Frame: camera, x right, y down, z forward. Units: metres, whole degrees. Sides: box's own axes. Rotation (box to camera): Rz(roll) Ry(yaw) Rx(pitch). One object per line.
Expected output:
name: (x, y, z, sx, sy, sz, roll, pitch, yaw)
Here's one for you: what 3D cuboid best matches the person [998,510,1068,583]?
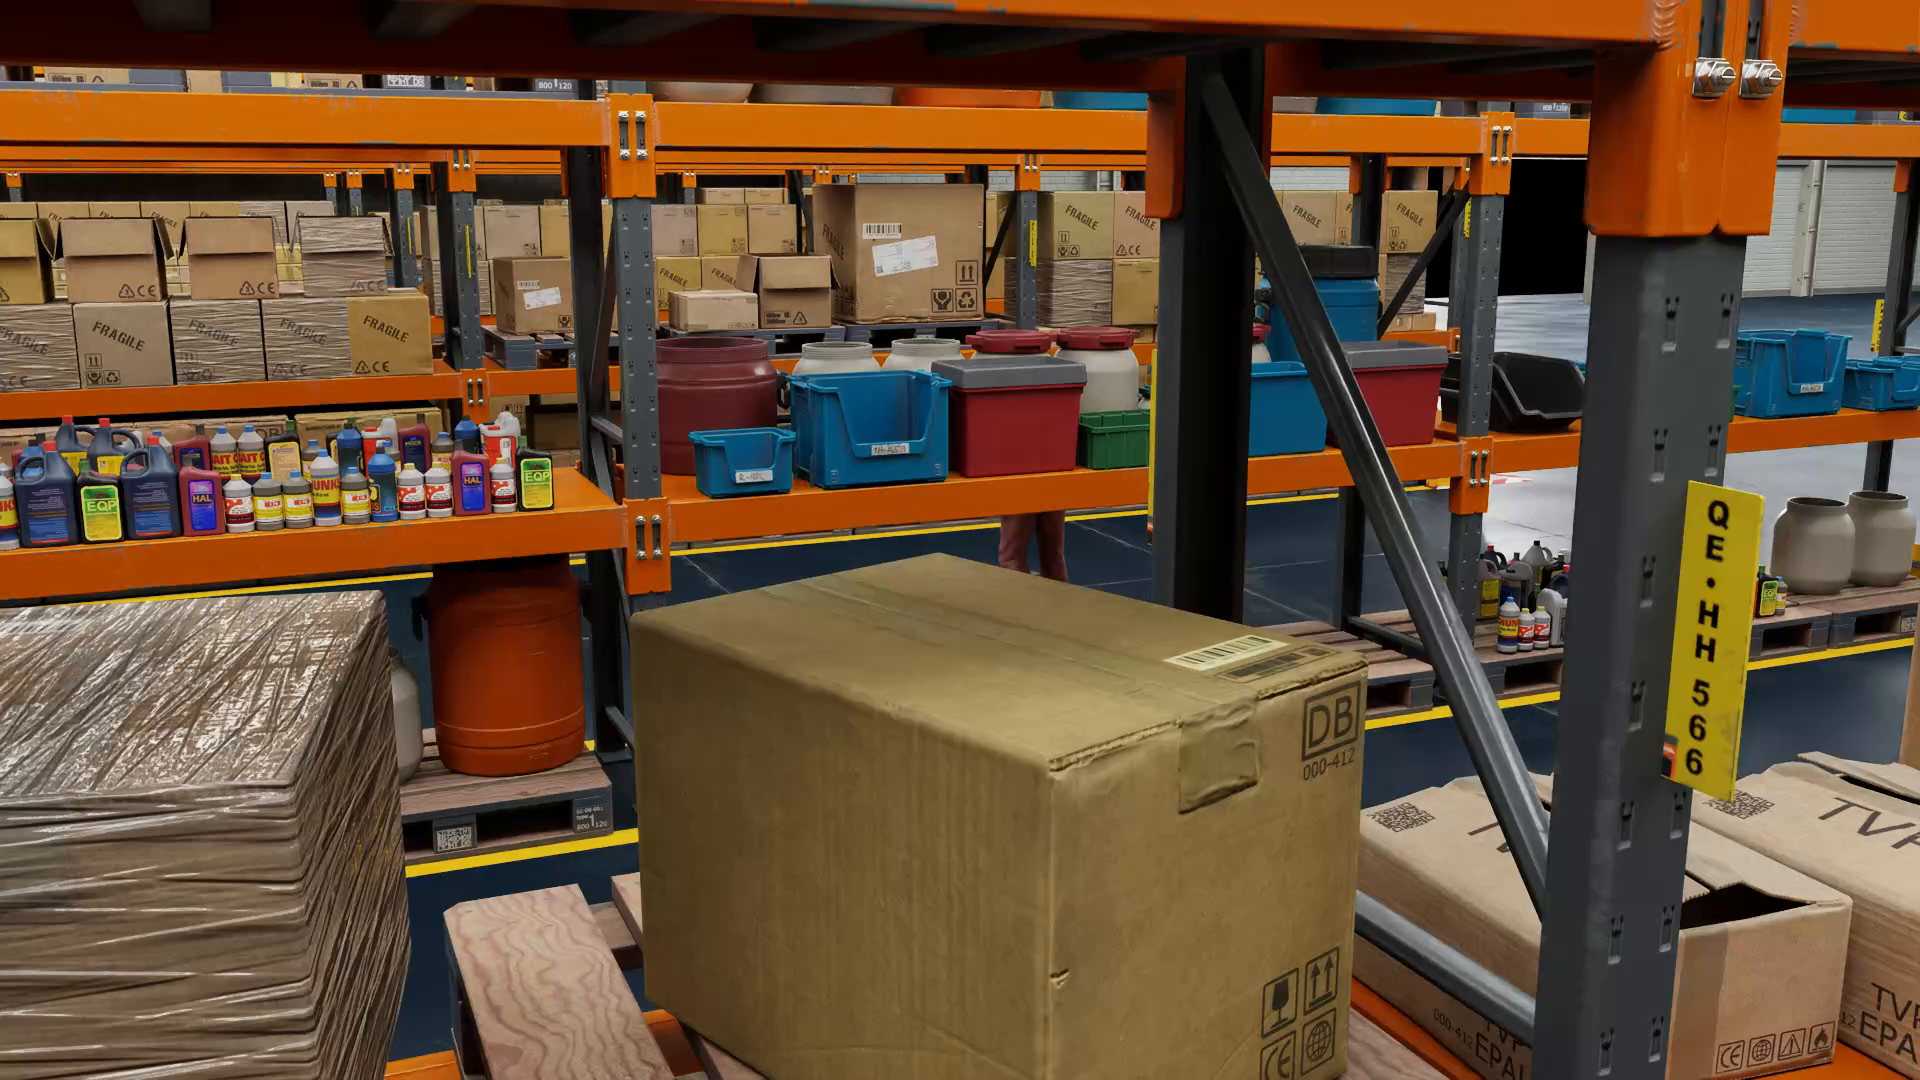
person: (0.397, -0.251, 9.138, 0.511, 1.671, 0.364, -6, 14, -26)
